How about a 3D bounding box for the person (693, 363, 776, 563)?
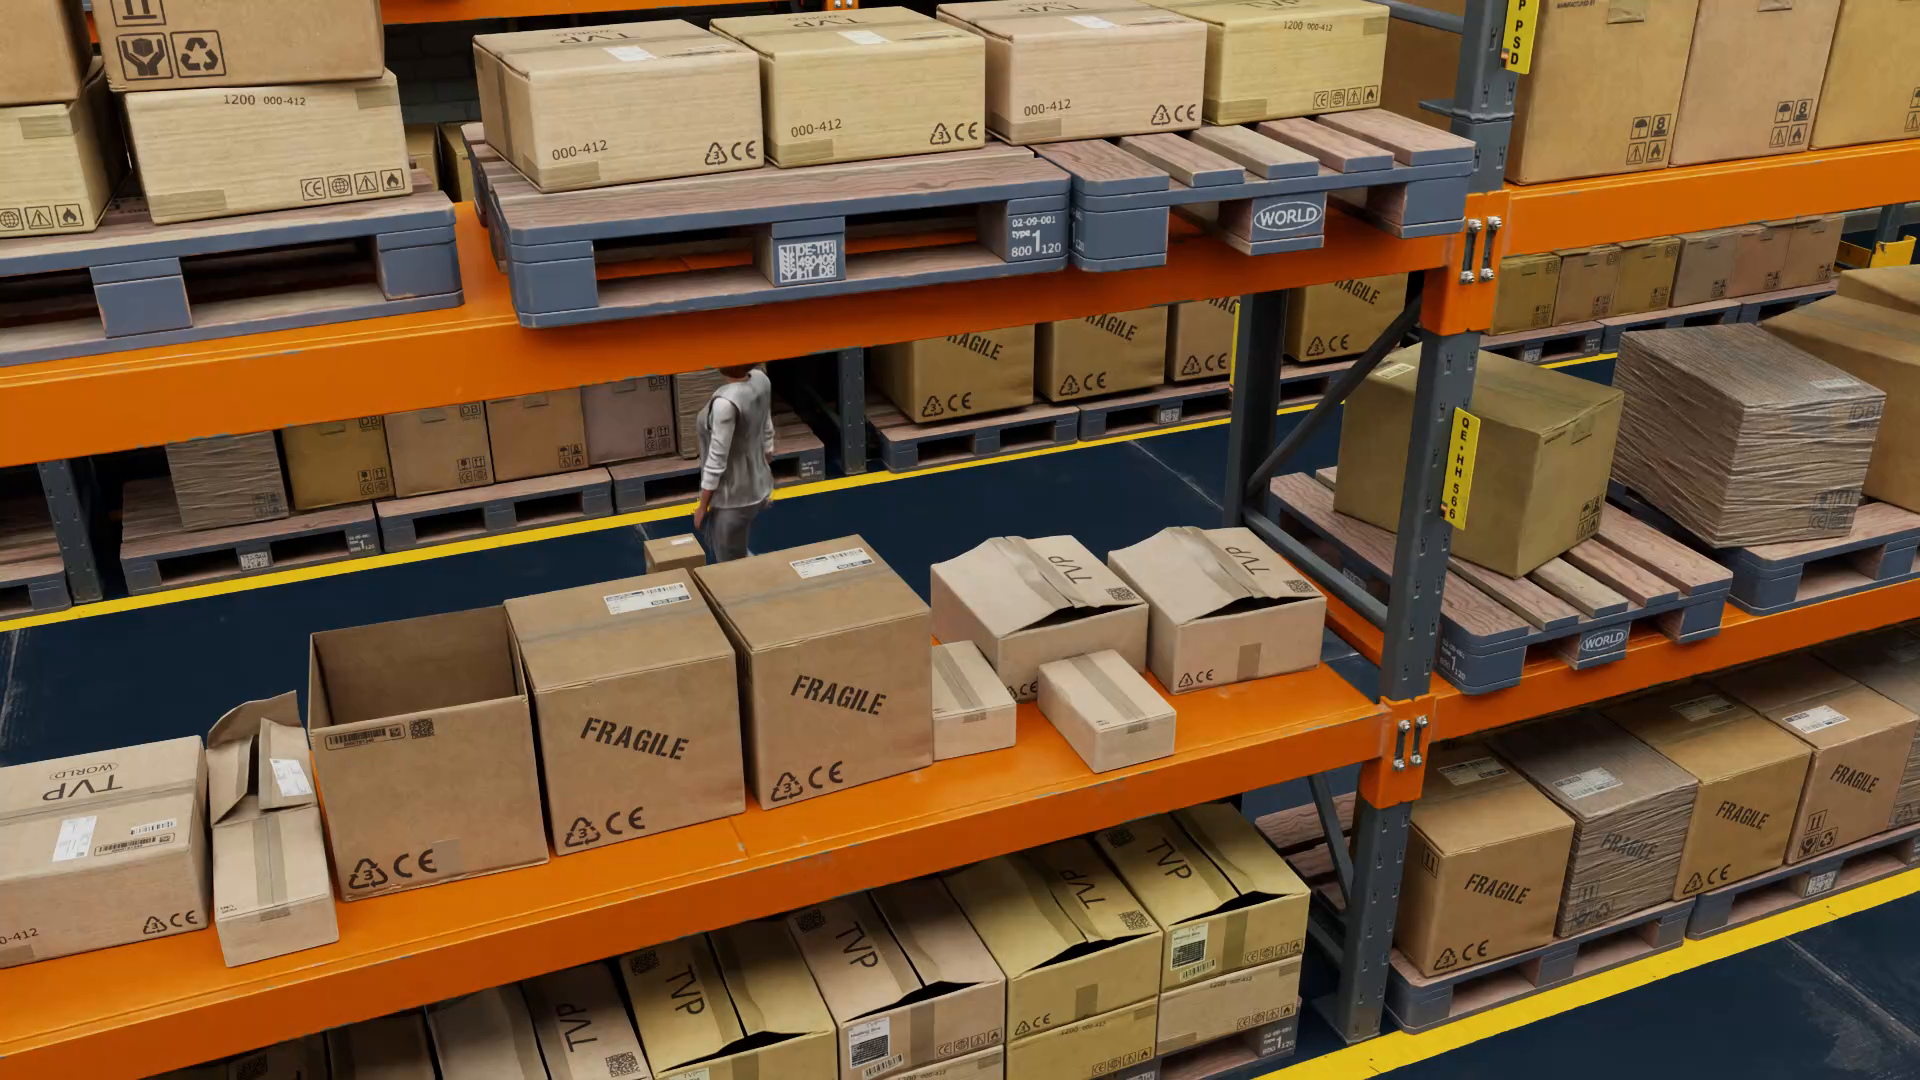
[{"bbox_3d":[-0.996,-0.198,7.366,0.427,1.593,0.424,7,27,14],"label":"person"}]
